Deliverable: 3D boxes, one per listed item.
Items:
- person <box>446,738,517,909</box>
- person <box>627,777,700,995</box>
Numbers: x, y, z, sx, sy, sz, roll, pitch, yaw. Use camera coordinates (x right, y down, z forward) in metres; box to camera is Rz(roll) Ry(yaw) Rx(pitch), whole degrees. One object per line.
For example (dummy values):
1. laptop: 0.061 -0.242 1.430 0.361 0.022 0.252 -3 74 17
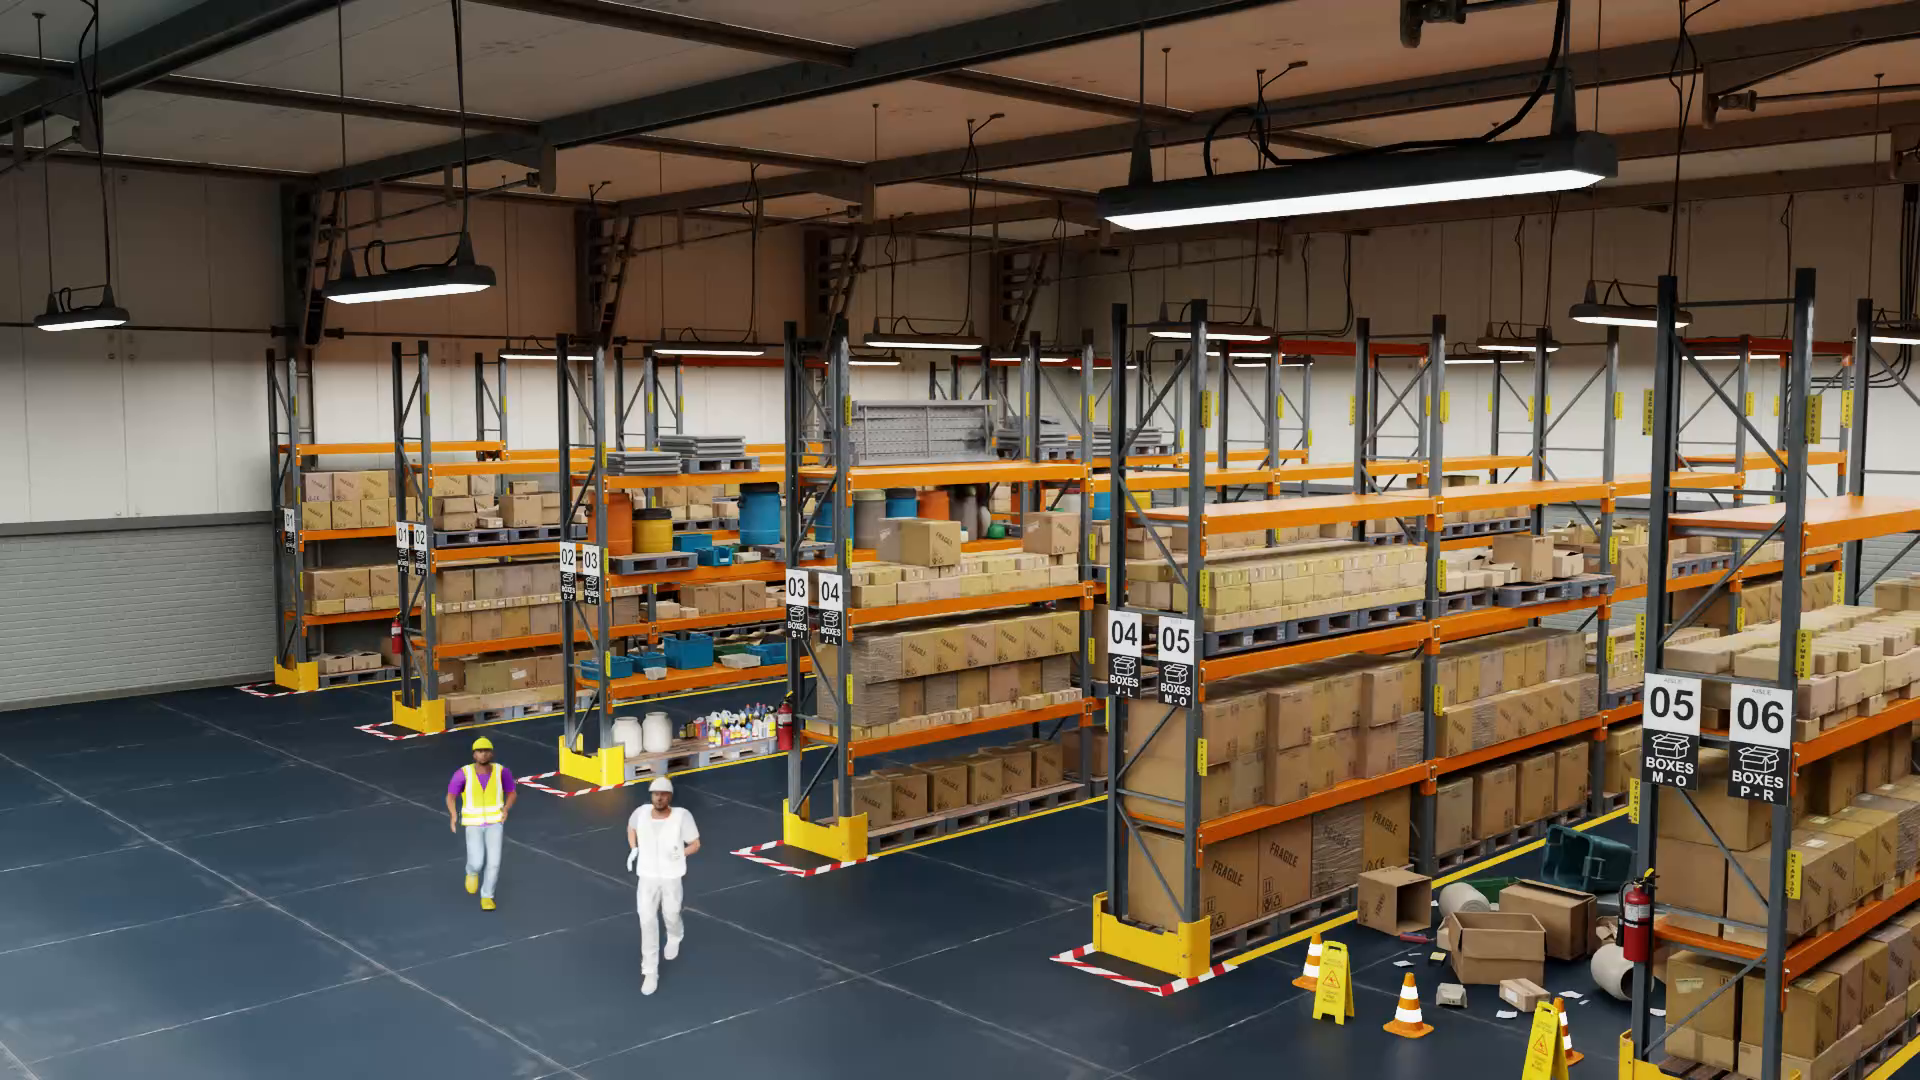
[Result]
1. person: -4.820 2.852 16.830 0.691 1.708 0.562 -2 5 -22
2. person: -2.638 2.984 14.725 0.671 1.800 0.982 0 5 -2
